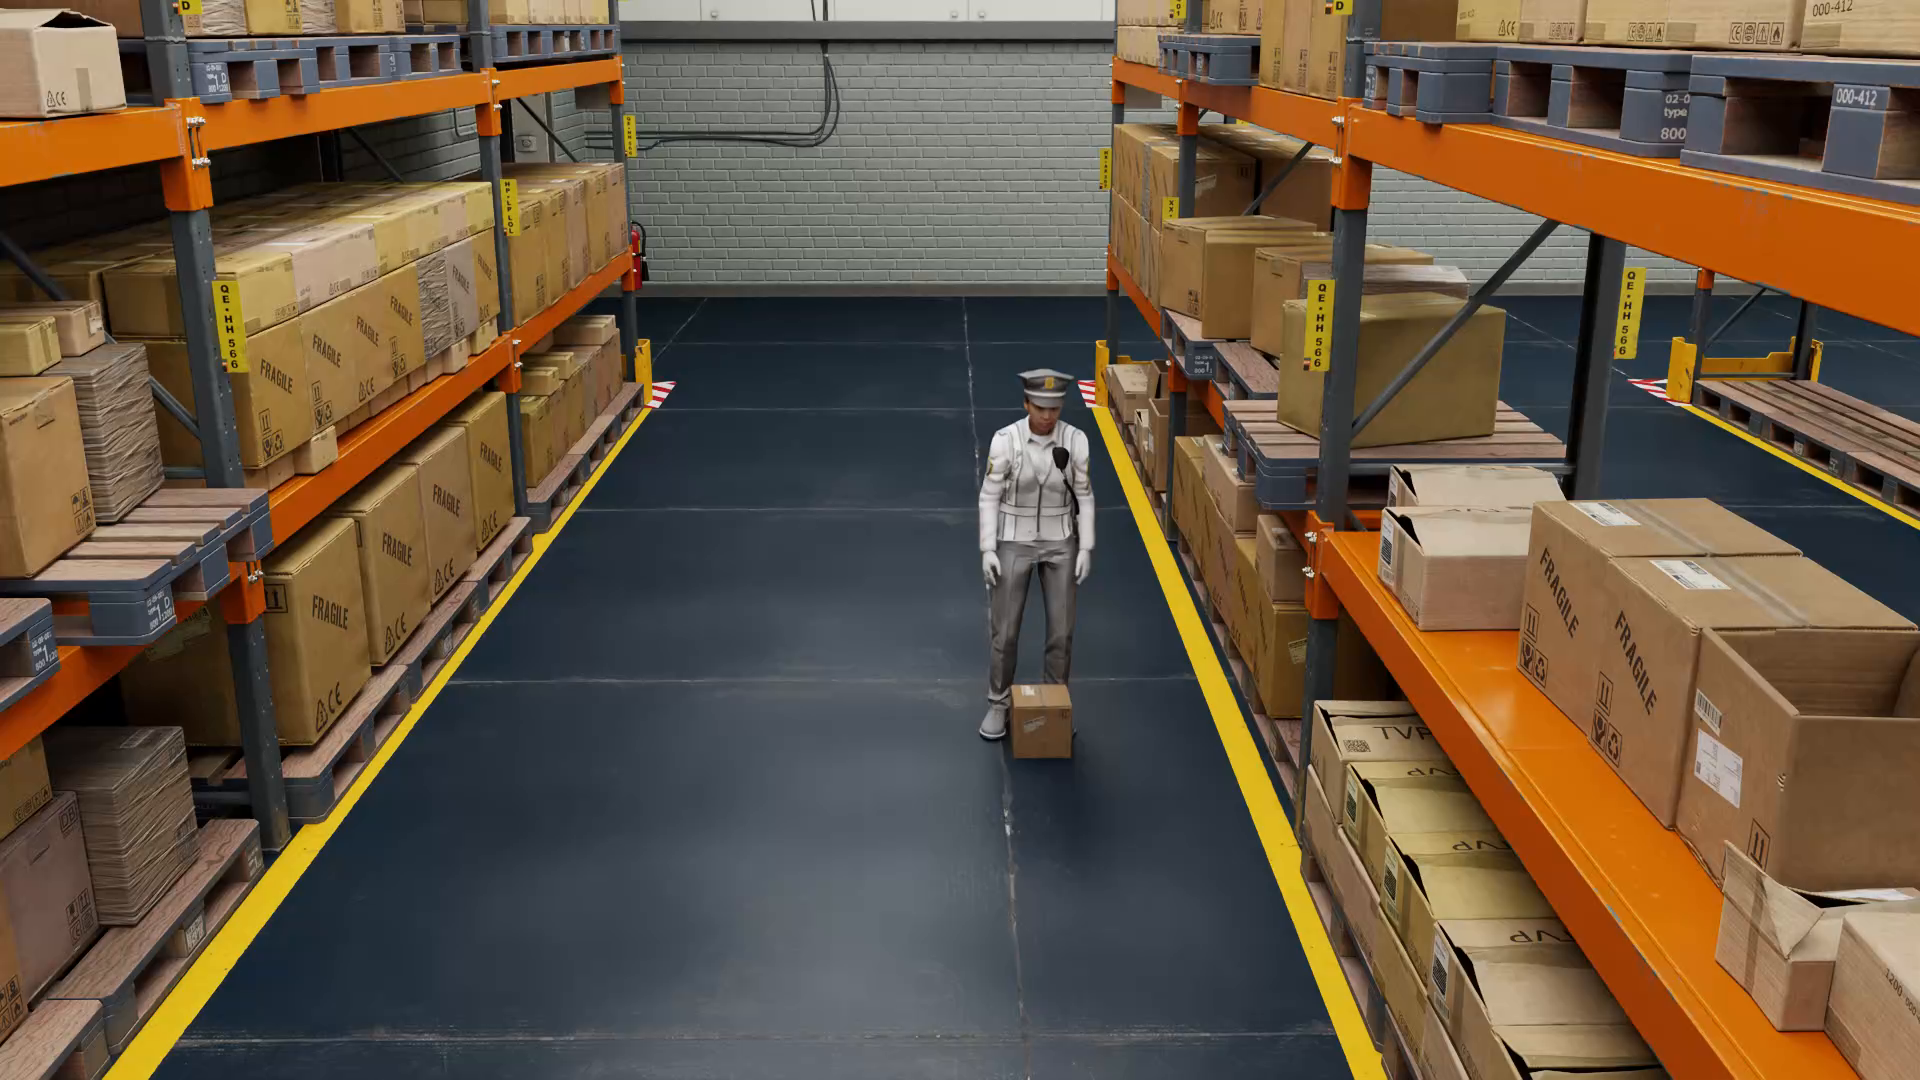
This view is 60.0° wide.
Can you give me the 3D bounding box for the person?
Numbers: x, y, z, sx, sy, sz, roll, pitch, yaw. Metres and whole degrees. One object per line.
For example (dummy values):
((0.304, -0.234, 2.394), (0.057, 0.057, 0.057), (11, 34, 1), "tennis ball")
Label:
((0.343, 0.055, 7.364), (0.520, 1.663, 0.370), (-1, 17, -3), "person")
